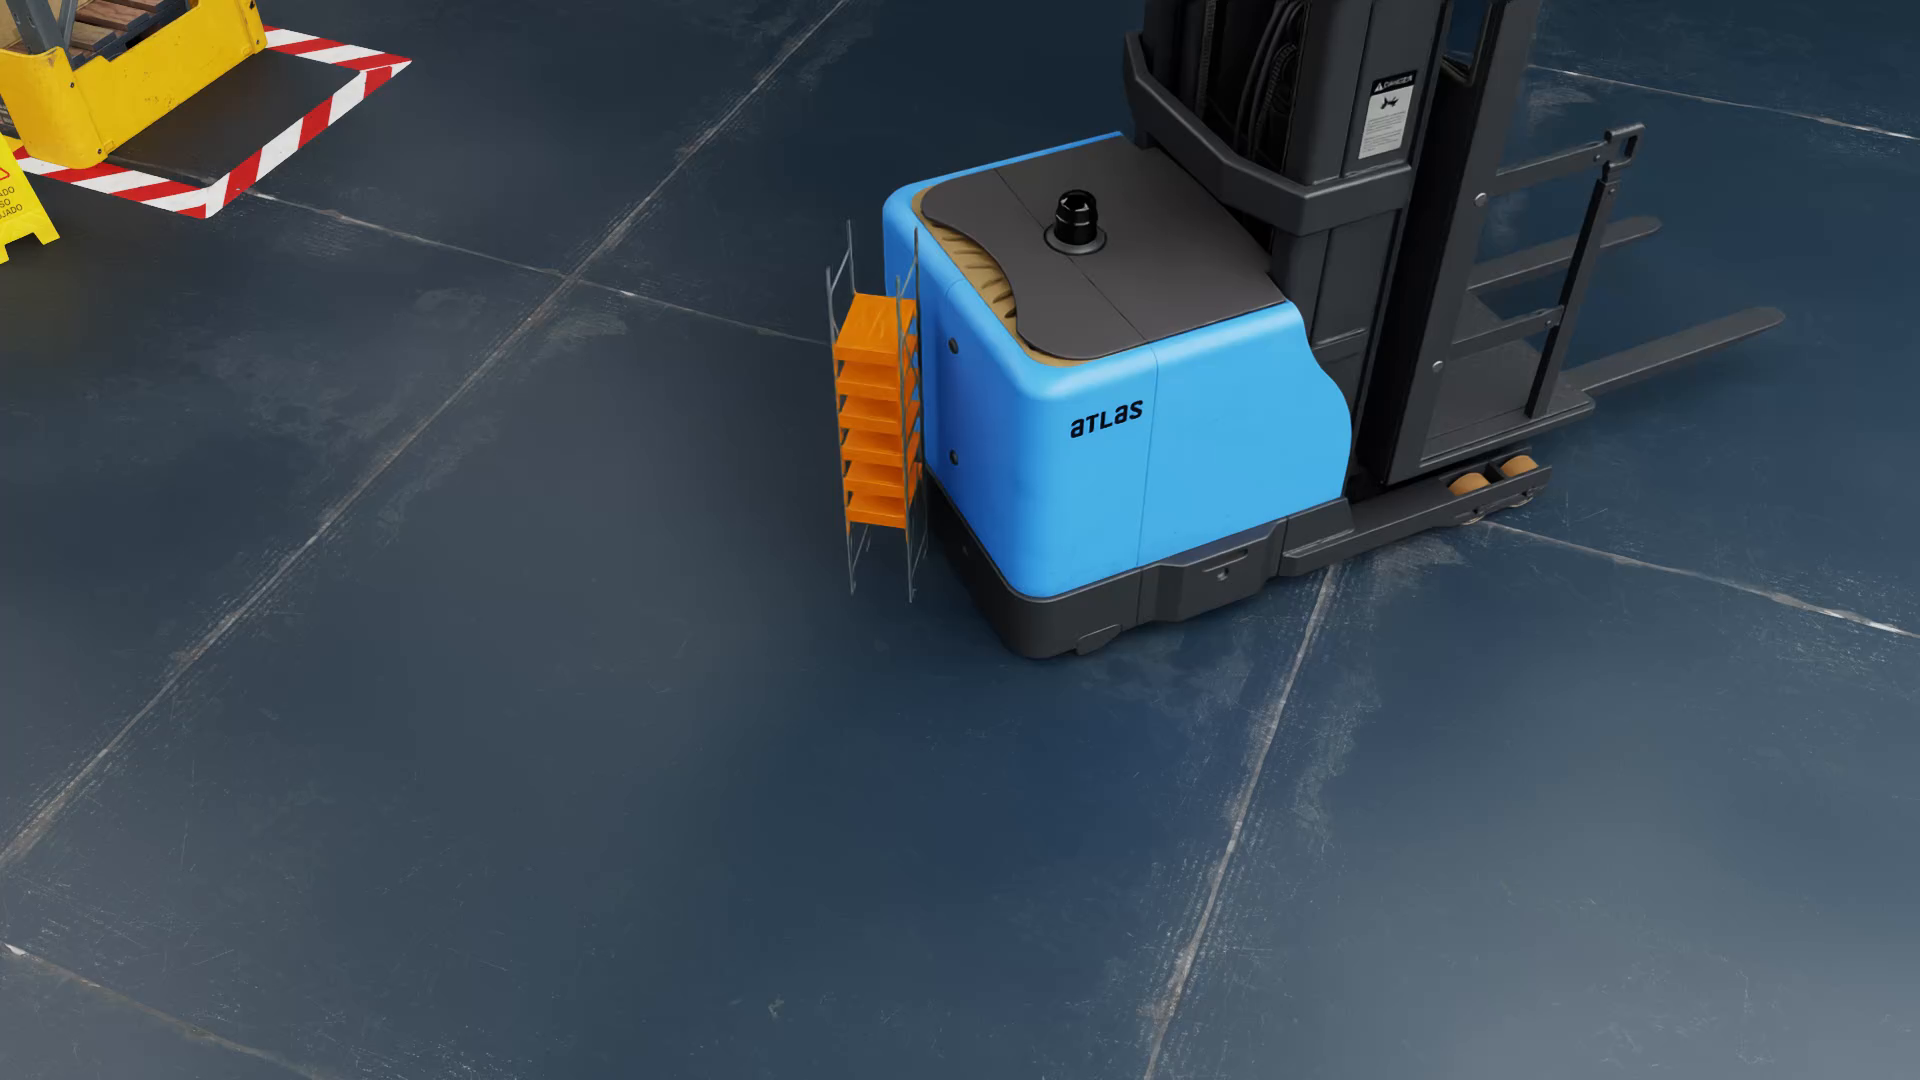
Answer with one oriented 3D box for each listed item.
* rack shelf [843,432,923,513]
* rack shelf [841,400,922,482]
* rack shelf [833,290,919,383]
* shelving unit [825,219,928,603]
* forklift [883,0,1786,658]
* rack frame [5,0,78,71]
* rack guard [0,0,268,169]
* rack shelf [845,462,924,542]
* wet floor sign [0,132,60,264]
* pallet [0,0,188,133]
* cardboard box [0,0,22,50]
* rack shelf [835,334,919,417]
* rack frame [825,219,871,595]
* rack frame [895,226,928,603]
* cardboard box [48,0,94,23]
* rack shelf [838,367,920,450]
[{"bbox_3d":[-0.220,-0.212,4.845,0.180,0.103,0.258,8,45,8],"label":"rack shelf"},{"bbox_3d":[-0.221,-0.298,4.760,0.180,0.103,0.258,8,45,8],"label":"rack shelf"},{"bbox_3d":[-0.224,-0.553,4.506,0.180,0.103,0.258,8,45,8],"label":"rack shelf"},{"bbox_3d":[-0.222,-0.329,4.729,0.189,1.200,0.258,8,45,8],"label":"shelving unit"},{"bbox_3d":[1.324,-1.408,4.587,3.031,2.935,1.130,-18,48,-17],"label":"forklift"},{"bbox_3d":[-3.414,-2.964,6.102,0.127,3.000,1.000,16,47,16],"label":"rack frame"},{"bbox_3d":[-3.484,-2.098,7.004,0.348,0.500,1.175,16,47,16],"label":"rack guard"},{"bbox_3d":[-0.219,-0.127,4.929,0.180,0.103,0.258,8,45,8],"label":"rack shelf"},{"bbox_3d":[-3.651,-1.381,6.180,0.232,0.644,0.267,33,54,29],"label":"wet floor sign"},{"bbox_3d":[-4.221,-2.239,7.351,1.213,0.211,1.003,16,47,16],"label":"pallet"},{"bbox_3d":[-4.286,-2.189,6.975,0.500,0.250,0.500,16,47,16],"label":"cardboard box"},{"bbox_3d":[-0.223,-0.468,4.591,0.180,0.103,0.258,8,45,8],"label":"rack shelf"},{"bbox_3d":[-0.311,-0.341,4.742,0.006,1.200,0.240,8,45,8],"label":"rack frame"},{"bbox_3d":[-0.132,-0.317,4.715,0.006,1.200,0.240,8,45,8],"label":"rack frame"},{"bbox_3d":[-4.052,-2.537,7.325,0.500,0.250,0.500,16,47,16],"label":"cardboard box"},{"bbox_3d":[-0.222,-0.383,4.675,0.180,0.103,0.258,8,45,8],"label":"rack shelf"}]
